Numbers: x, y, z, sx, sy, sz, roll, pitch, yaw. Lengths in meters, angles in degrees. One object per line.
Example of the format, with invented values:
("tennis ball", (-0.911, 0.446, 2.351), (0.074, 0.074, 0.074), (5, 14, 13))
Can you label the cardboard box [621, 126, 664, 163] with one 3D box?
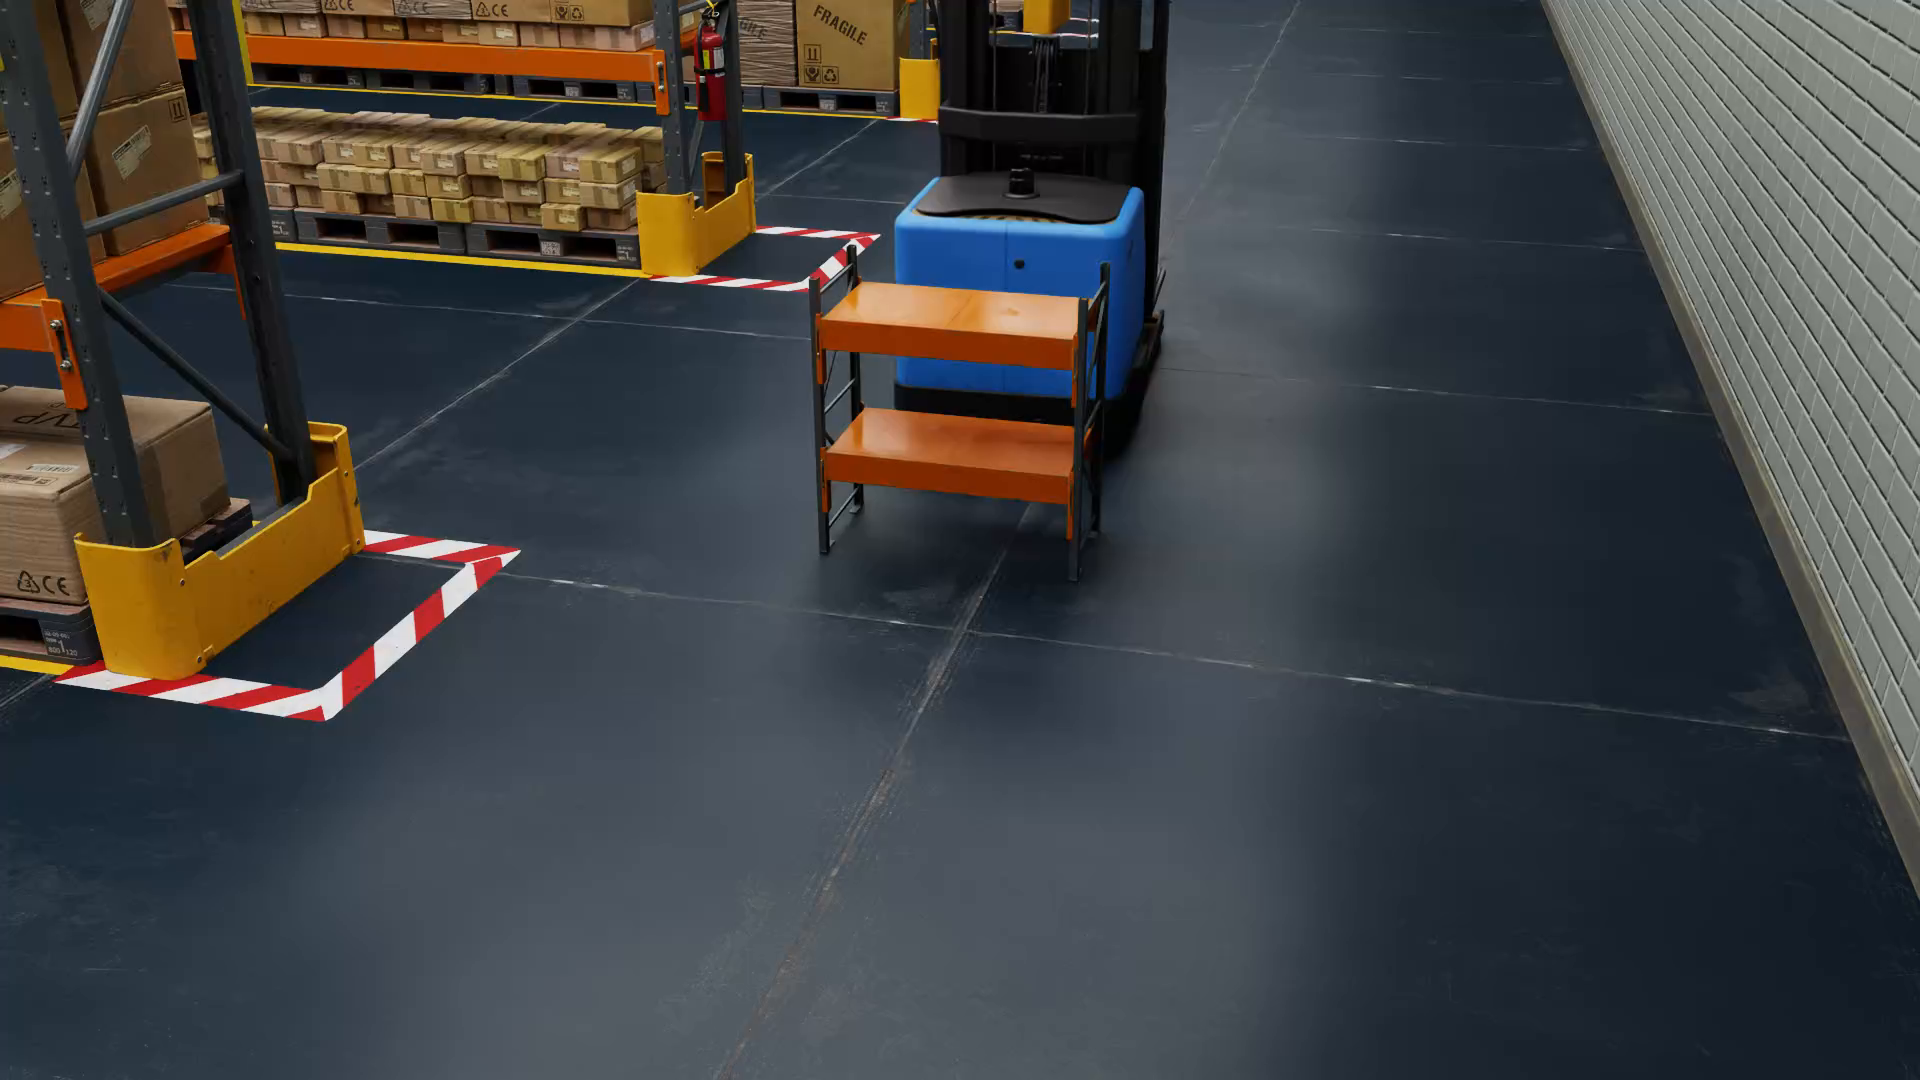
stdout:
("cardboard box", (-2.003, -2.566, 10.787), (0.250, 0.149, 0.380), (5, 26, 11))

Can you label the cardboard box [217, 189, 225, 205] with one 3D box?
("cardboard box", (-4.670, -2.322, 10.966), (0.250, 0.149, 0.380), (6, 26, 13))

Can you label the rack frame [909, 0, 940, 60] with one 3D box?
("rack frame", (-0.247, -5.252, 14.292), (0.127, 3.000, 1.000), (6, 26, 13))

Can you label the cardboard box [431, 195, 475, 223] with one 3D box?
("cardboard box", (-3.155, -2.142, 10.587), (0.250, 0.149, 0.380), (5, 26, 11))

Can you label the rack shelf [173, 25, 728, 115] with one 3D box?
("rack shelf", (-3.517, -3.087, 10.582), (4.000, 0.370, 1.077), (6, 26, 13))

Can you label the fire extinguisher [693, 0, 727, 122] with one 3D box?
("fire extinguisher", (-1.451, -2.776, 9.614), (0.183, 0.674, 0.296), (6, 26, 13))

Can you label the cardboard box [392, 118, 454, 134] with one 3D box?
("cardboard box", (-3.550, -2.686, 11.039), (0.250, 0.149, 0.380), (6, 26, 13))

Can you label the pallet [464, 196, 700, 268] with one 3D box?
("pallet", (-2.431, -2.049, 10.808), (1.213, 0.211, 1.003), (6, 26, 13))

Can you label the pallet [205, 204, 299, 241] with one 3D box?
("pallet", (-4.795, -2.310, 11.356), (1.213, 0.211, 1.003), (6, 26, 13))

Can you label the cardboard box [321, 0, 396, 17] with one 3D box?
("cardboard box", (-3.551, -3.484, 10.115), (0.500, 0.500, 0.500), (8, 27, 16))

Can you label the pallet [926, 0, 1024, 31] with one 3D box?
("pallet", (0.198, -6.159, 19.442), (1.213, 0.211, 1.003), (6, 26, 13))

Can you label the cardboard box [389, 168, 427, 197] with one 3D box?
("cardboard box", (-3.414, -2.312, 10.600), (0.250, 0.149, 0.380), (8, 27, 16))

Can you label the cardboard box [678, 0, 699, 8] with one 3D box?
("cardboard box", (-1.946, -3.540, 10.235), (0.500, 0.500, 0.500), (8, 26, 15))

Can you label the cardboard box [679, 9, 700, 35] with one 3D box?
("cardboard box", (-1.812, -3.256, 10.391), (0.250, 0.149, 0.380), (6, 26, 13))

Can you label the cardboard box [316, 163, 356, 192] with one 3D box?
("cardboard box", (-3.920, -2.367, 10.715), (0.250, 0.149, 0.380), (6, 26, 13))

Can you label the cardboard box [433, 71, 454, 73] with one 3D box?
("cardboard box", (-4.745, -4.971, 15.684), (0.875, 0.875, 1.225), (6, 26, 13))

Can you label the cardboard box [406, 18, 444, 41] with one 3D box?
("cardboard box", (-3.192, -3.176, 10.224), (0.250, 0.149, 0.380), (5, 26, 11))

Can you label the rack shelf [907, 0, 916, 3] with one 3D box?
("rack shelf", (-2.184, -5.141, 14.896), (4.000, 0.370, 1.077), (6, 26, 13))

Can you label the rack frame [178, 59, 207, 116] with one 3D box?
("rack frame", (-5.454, -3.626, 10.877), (0.127, 3.000, 1.000), (6, 26, 13))

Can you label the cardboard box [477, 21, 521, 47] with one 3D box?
("cardboard box", (-2.697, -3.082, 10.027), (0.250, 0.149, 0.380), (7, 26, 14))

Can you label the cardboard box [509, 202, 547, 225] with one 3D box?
("cardboard box", (-2.650, -2.119, 10.540), (0.250, 0.149, 0.380), (6, 26, 13))

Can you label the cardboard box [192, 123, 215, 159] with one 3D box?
("cardboard box", (-4.920, -2.620, 10.899), (0.250, 0.149, 0.380), (8, 27, 16))

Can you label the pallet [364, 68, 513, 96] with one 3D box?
("pallet", (-4.887, -4.472, 15.898), (1.213, 0.211, 1.003), (6, 26, 13))

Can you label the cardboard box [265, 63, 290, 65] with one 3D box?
("cardboard box", (-6.470, -5.158, 16.077), (0.875, 0.875, 1.225), (6, 26, 13))

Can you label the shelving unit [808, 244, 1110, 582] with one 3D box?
("shelving unit", (0.007, -0.507, 6.507), (1.048, 1.125, 0.538), (6, 26, 13))

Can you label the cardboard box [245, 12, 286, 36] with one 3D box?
("cardboard box", (-4.231, -3.257, 10.394), (0.250, 0.149, 0.380), (7, 26, 14))

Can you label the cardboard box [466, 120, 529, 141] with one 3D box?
("cardboard box", (-3.039, -2.652, 10.967), (0.250, 0.149, 0.380), (7, 26, 15))

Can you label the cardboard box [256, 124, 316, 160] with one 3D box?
("cardboard box", (-4.404, -2.595, 10.847), (0.250, 0.149, 0.380), (6, 26, 12))

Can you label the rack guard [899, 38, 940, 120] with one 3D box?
("rack guard", (-0.223, -4.121, 14.824), (0.348, 0.500, 1.175), (6, 26, 13))

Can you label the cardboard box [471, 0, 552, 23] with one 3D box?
("cardboard box", (-2.577, -3.376, 9.888), (0.500, 0.500, 0.500), (6, 26, 12))

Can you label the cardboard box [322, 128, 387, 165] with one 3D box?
("cardboard box", (-3.894, -2.539, 10.729), (0.250, 0.149, 0.380), (5, 26, 11))

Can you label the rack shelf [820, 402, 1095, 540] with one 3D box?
("rack shelf", (0.007, -0.286, 6.612), (1.000, 0.278, 0.538), (6, 26, 13))

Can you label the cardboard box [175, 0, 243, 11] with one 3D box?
("cardboard box", (-4.556, -3.598, 10.355), (0.500, 0.500, 0.500), (6, 26, 13))

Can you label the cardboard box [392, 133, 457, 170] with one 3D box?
("cardboard box", (-3.404, -2.480, 10.605), (0.250, 0.149, 0.380), (5, 26, 11))

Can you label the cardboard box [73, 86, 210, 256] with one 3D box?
("cardboard box", (-3.108, -1.342, 5.964), (0.500, 0.500, 0.500), (6, 26, 13))

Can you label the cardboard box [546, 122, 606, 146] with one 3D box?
("cardboard box", (-2.512, -2.626, 10.913), (0.250, 0.149, 0.380), (6, 26, 13))

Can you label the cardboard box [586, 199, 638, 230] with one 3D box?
("cardboard box", (-2.142, -2.070, 10.436), (0.250, 0.149, 0.380), (7, 26, 14))

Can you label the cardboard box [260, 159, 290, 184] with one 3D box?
("cardboard box", (-4.409, -2.460, 10.909), (0.250, 0.149, 0.380), (5, 26, 10))

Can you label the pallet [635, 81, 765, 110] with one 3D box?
("pallet", (-2.218, -4.177, 15.279), (1.213, 0.211, 1.003), (6, 26, 13))

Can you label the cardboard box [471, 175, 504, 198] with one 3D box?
("cardboard box", (-2.900, -2.299, 10.571), (0.250, 0.149, 0.380), (6, 26, 12))

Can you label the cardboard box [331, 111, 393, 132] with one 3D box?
("cardboard box", (-4.027, -2.782, 11.240), (0.250, 0.149, 0.380), (5, 26, 10))

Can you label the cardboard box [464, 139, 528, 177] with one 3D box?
("cardboard box", (-2.902, -2.400, 10.437), (0.250, 0.149, 0.380), (5, 26, 11))

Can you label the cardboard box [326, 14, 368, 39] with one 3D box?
("cardboard box", (-3.702, -3.216, 10.308), (0.250, 0.149, 0.380), (7, 26, 15))

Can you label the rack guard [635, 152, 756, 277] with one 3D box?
("rack guard", (-1.653, -2.077, 10.532), (0.348, 0.500, 1.175), (6, 26, 13))

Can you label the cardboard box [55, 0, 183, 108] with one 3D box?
("cardboard box", (-3.109, -1.793, 5.747), (0.500, 0.500, 0.500), (6, 26, 12))

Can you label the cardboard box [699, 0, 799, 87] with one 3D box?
("cardboard box", (-1.768, -4.615, 14.937), (0.875, 0.875, 0.875), (6, 26, 13))

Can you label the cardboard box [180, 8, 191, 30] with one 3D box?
("cardboard box", (-4.721, -3.343, 10.574), (0.250, 0.149, 0.380), (5, 26, 11))

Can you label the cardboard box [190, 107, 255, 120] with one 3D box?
("cardboard box", (-5.044, -2.867, 11.419), (0.250, 0.149, 0.380), (7, 26, 14))

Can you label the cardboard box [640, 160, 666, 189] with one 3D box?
("cardboard box", (-2.023, -2.398, 10.778), (0.250, 0.149, 0.380), (7, 26, 15))

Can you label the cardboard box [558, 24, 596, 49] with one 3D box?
("cardboard box", (-2.198, -3.044, 9.946), (0.250, 0.149, 0.380), (6, 26, 13))

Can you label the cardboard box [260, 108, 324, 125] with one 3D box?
("cardboard box", (-4.544, -2.833, 11.347), (0.250, 0.149, 0.380), (6, 26, 13))

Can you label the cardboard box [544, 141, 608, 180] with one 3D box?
("cardboard box", (-2.385, -2.371, 10.376), (0.250, 0.149, 0.380), (7, 26, 14))

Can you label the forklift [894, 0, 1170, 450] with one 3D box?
("forklift", (0.494, -2.332, 8.238), (1.130, 2.935, 3.031), (5, 26, 10))

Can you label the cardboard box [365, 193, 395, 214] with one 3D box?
("cardboard box", (-3.641, -2.238, 10.788), (0.250, 0.149, 0.380), (7, 26, 14))

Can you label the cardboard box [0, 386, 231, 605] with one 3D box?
("cardboard box", (-3.379, -0.188, 6.148), (0.875, 0.438, 0.875), (5, 26, 11))

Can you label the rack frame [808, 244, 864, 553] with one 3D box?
("rack frame", (-0.486, -0.562, 6.621), (0.032, 1.125, 0.500), (6, 26, 13))

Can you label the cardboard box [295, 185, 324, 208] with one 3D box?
("cardboard box", (-4.142, -2.302, 10.923), (0.250, 0.149, 0.380), (5, 26, 11))

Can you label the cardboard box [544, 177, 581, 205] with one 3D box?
("cardboard box", (-2.402, -2.223, 10.411), (0.250, 0.149, 0.380), (6, 26, 12))

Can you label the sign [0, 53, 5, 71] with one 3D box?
("sign", (-2.863, -1.532, 4.855), (0.005, 0.325, 0.100), (6, 26, 13))
